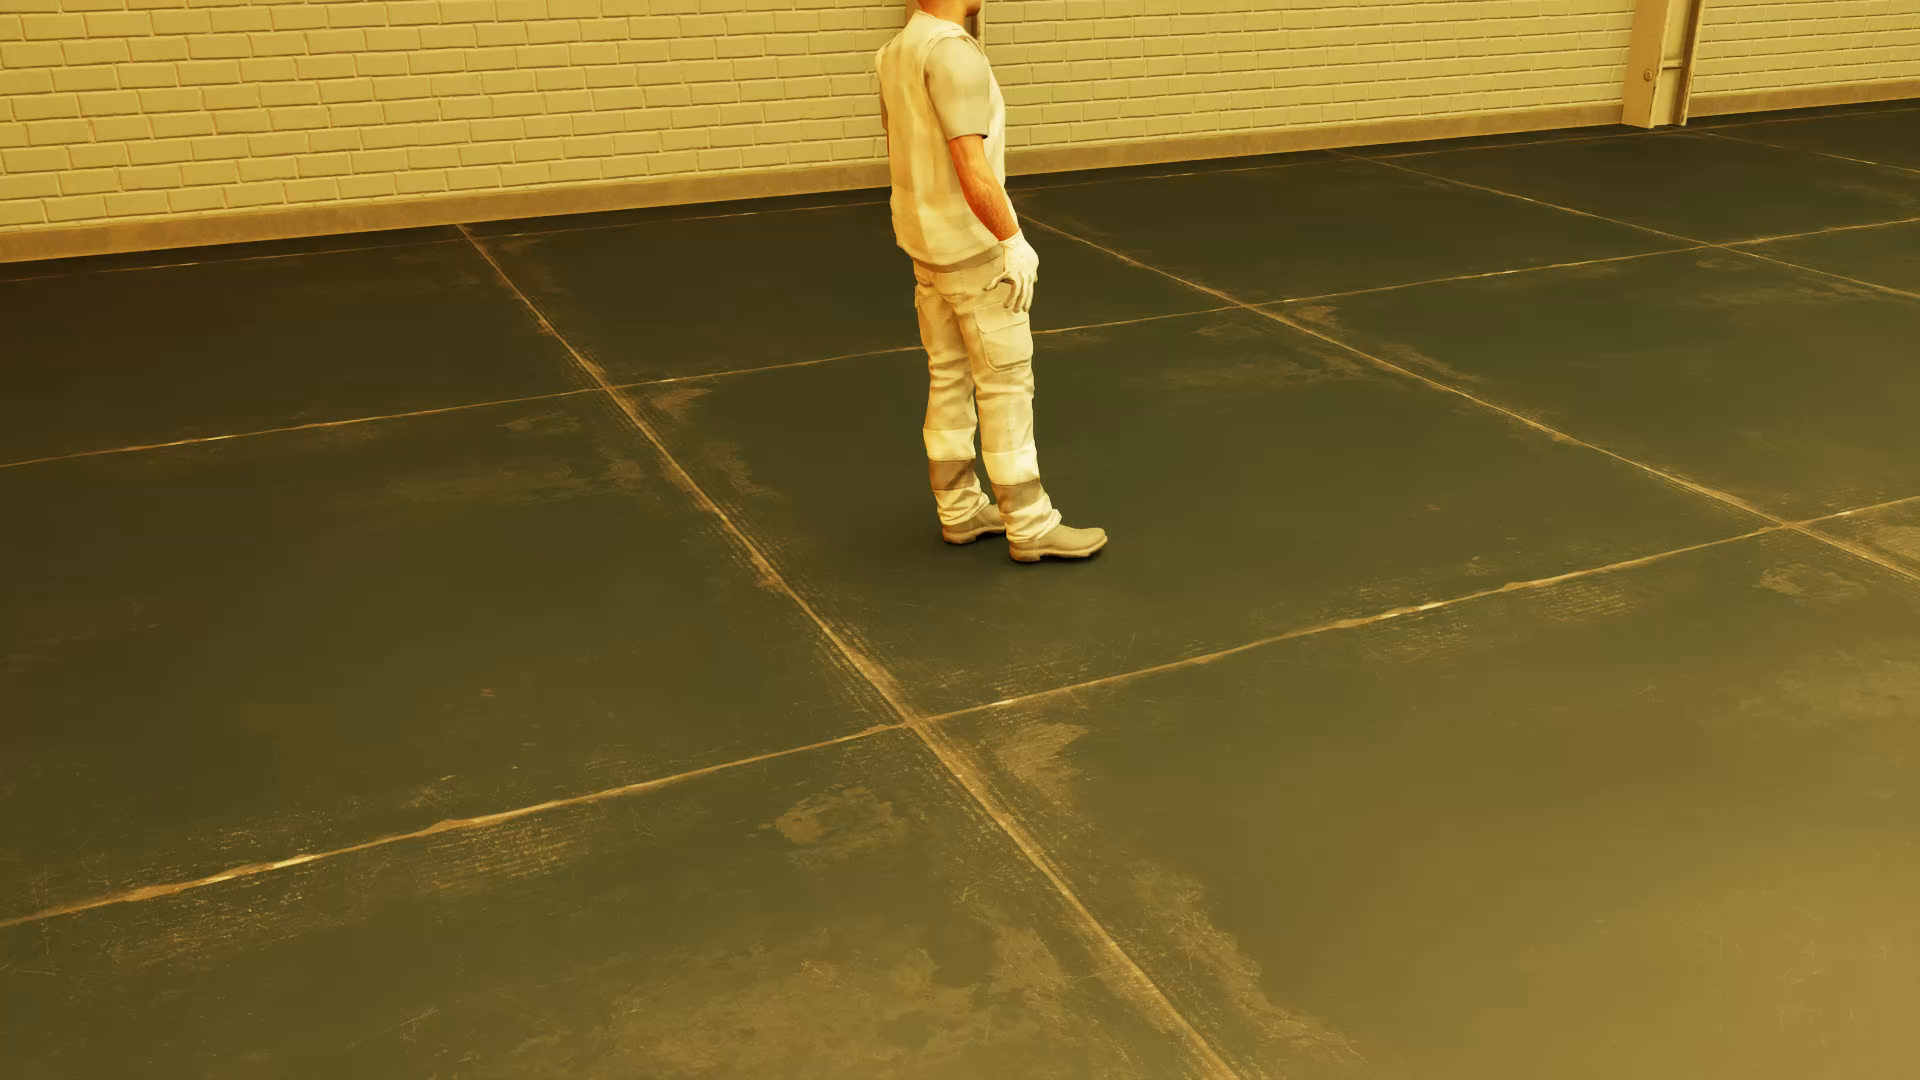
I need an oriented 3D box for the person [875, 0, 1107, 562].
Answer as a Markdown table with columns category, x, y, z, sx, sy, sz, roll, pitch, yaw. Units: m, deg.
| category | x | y | z | sx | sy | sz | roll | pitch | yaw |
| --- | --- | --- | --- | --- | --- | --- | --- | --- | --- |
| person | 0.078 | -0.842 | 4.782 | 0.562 | 1.790 | 0.637 | -10 | 25 | -23 |
